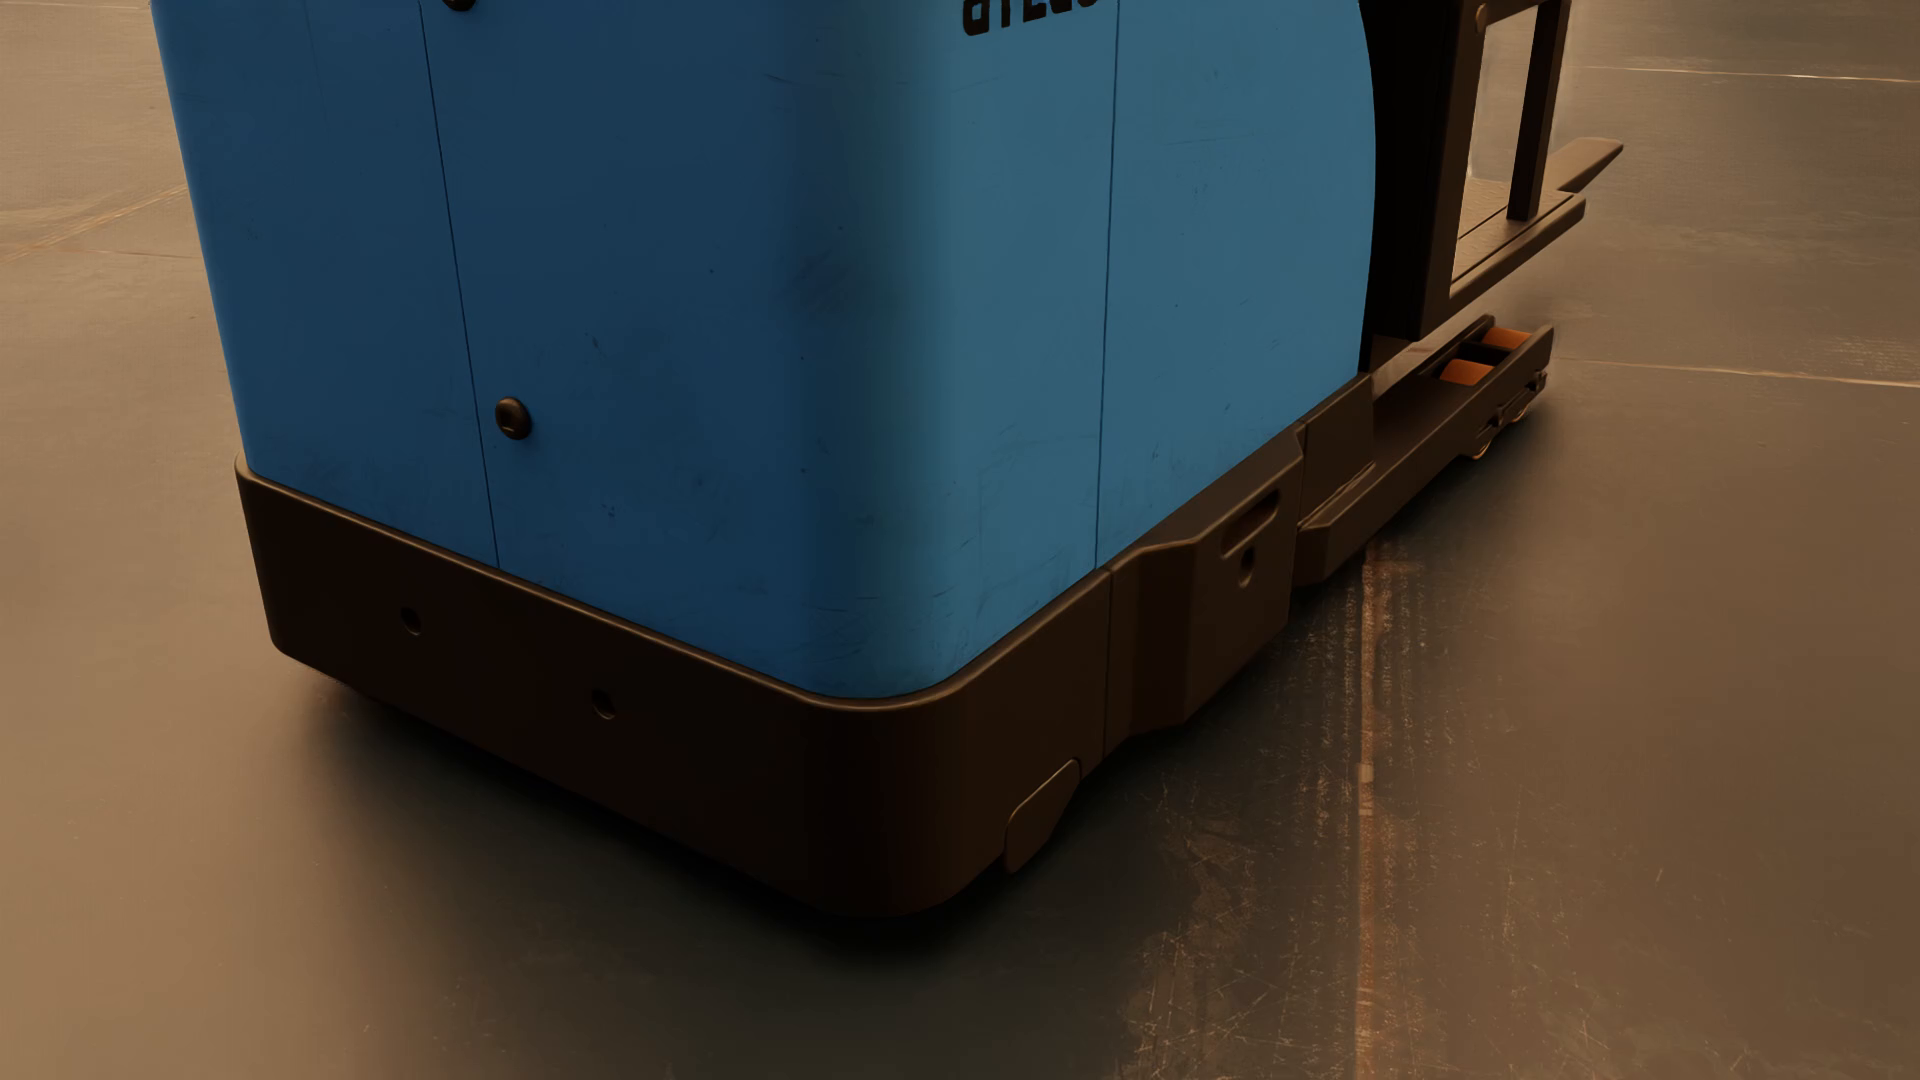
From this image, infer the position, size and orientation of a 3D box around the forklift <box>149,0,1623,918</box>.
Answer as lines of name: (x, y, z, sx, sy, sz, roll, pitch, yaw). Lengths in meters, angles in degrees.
forklift: (0.378, -1.552, 2.323, 1.130, 2.935, 3.031, 17, 32, 31)
